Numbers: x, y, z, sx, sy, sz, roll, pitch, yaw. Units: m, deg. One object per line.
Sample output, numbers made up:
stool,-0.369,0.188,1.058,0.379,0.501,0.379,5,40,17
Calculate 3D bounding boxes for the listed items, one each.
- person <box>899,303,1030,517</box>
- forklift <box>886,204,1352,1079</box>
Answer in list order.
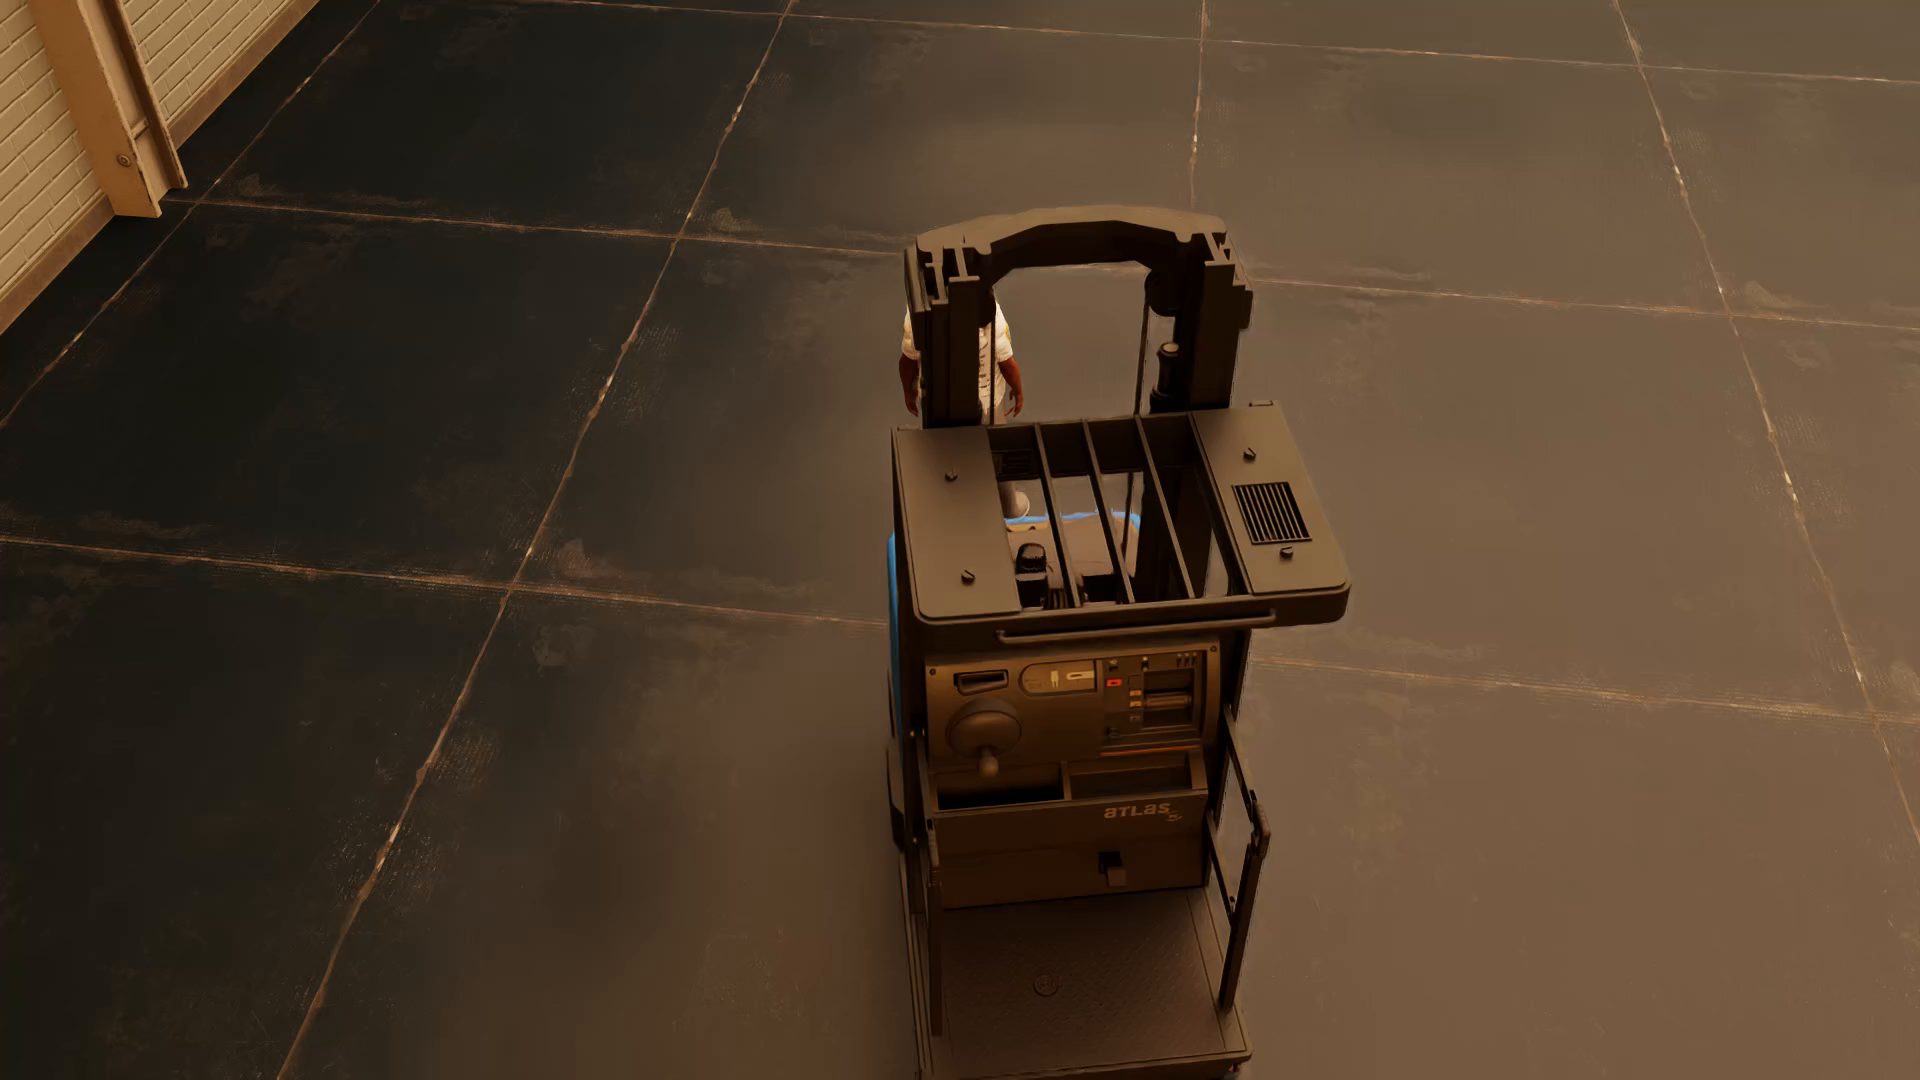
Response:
person,0.029,-0.677,7.366,0.570,1.692,0.530,5,43,6
forklift,0.382,0.610,5.060,1.130,2.935,3.031,-4,43,-5
